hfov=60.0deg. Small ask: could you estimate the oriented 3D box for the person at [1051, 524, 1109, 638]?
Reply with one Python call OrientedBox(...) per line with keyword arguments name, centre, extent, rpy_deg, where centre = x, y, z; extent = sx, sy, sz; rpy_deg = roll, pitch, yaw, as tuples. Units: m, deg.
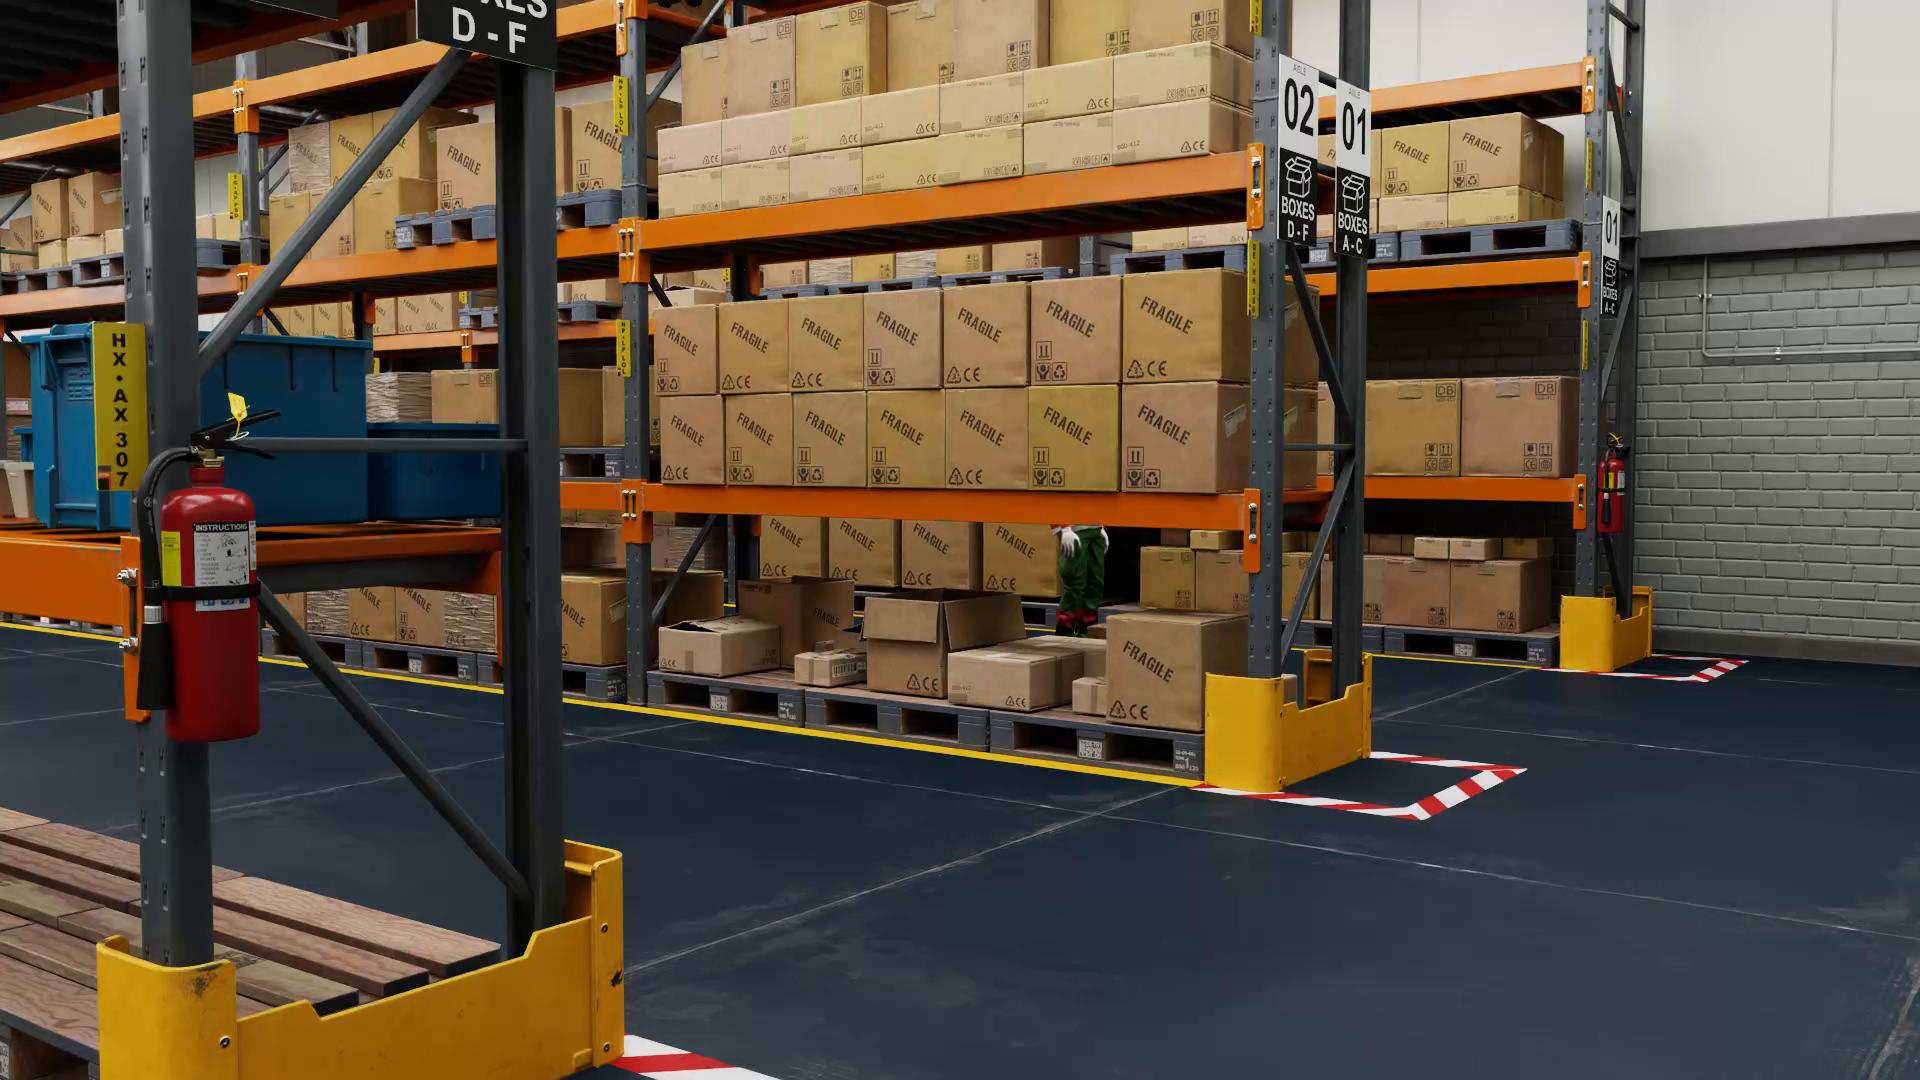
OrientedBox(name="person", centre=(0.887, -0.036, 11.878), extent=(0.451, 1.778, 0.611), rpy_deg=(2, 4, 33))
